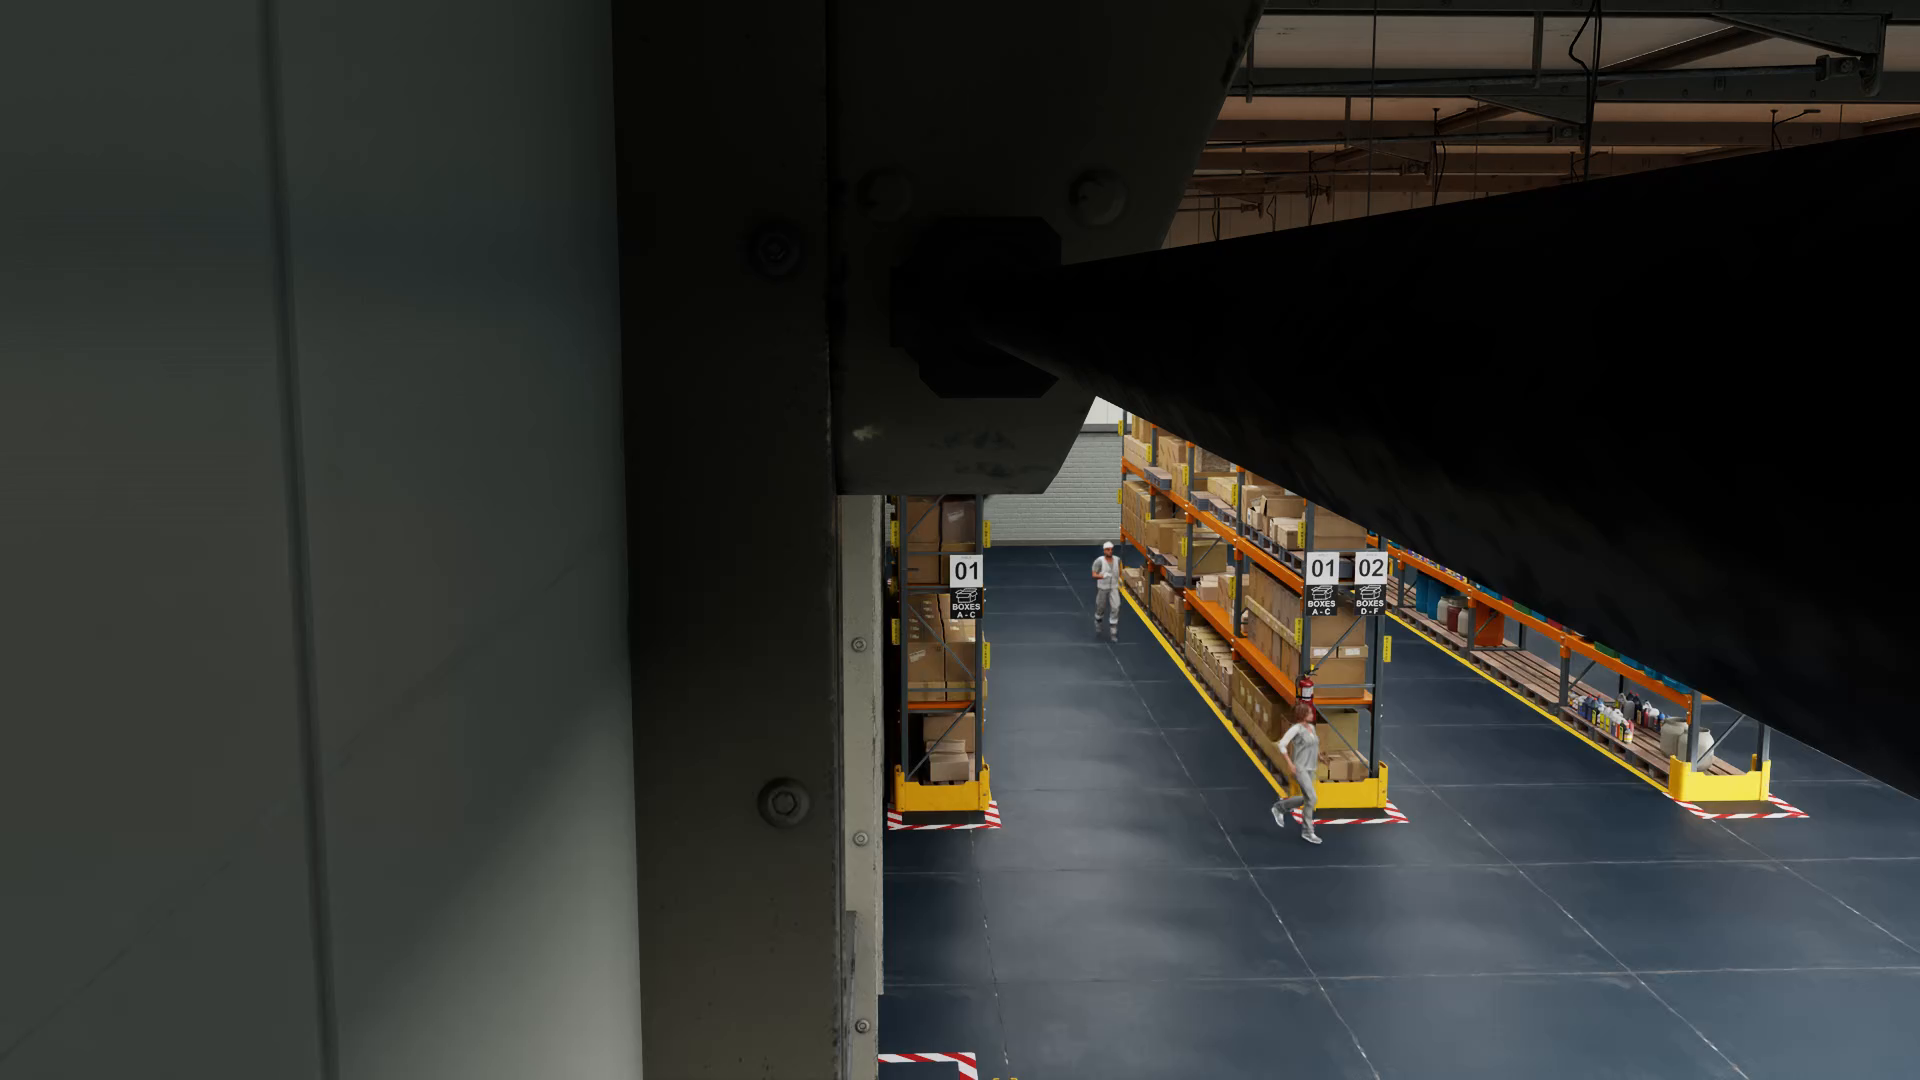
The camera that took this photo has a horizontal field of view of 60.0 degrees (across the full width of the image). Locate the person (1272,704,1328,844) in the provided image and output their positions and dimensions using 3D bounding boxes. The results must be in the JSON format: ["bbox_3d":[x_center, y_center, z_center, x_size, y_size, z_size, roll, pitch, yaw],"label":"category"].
[{"bbox_3d":[4.014,2.711,19.508,0.688,1.577,0.584,7,11,40],"label":"person"}]

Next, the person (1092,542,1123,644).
[{"bbox_3d":[2.709,0.925,30.568,0.652,1.824,0.886,-2,9,-12],"label":"person"}]
